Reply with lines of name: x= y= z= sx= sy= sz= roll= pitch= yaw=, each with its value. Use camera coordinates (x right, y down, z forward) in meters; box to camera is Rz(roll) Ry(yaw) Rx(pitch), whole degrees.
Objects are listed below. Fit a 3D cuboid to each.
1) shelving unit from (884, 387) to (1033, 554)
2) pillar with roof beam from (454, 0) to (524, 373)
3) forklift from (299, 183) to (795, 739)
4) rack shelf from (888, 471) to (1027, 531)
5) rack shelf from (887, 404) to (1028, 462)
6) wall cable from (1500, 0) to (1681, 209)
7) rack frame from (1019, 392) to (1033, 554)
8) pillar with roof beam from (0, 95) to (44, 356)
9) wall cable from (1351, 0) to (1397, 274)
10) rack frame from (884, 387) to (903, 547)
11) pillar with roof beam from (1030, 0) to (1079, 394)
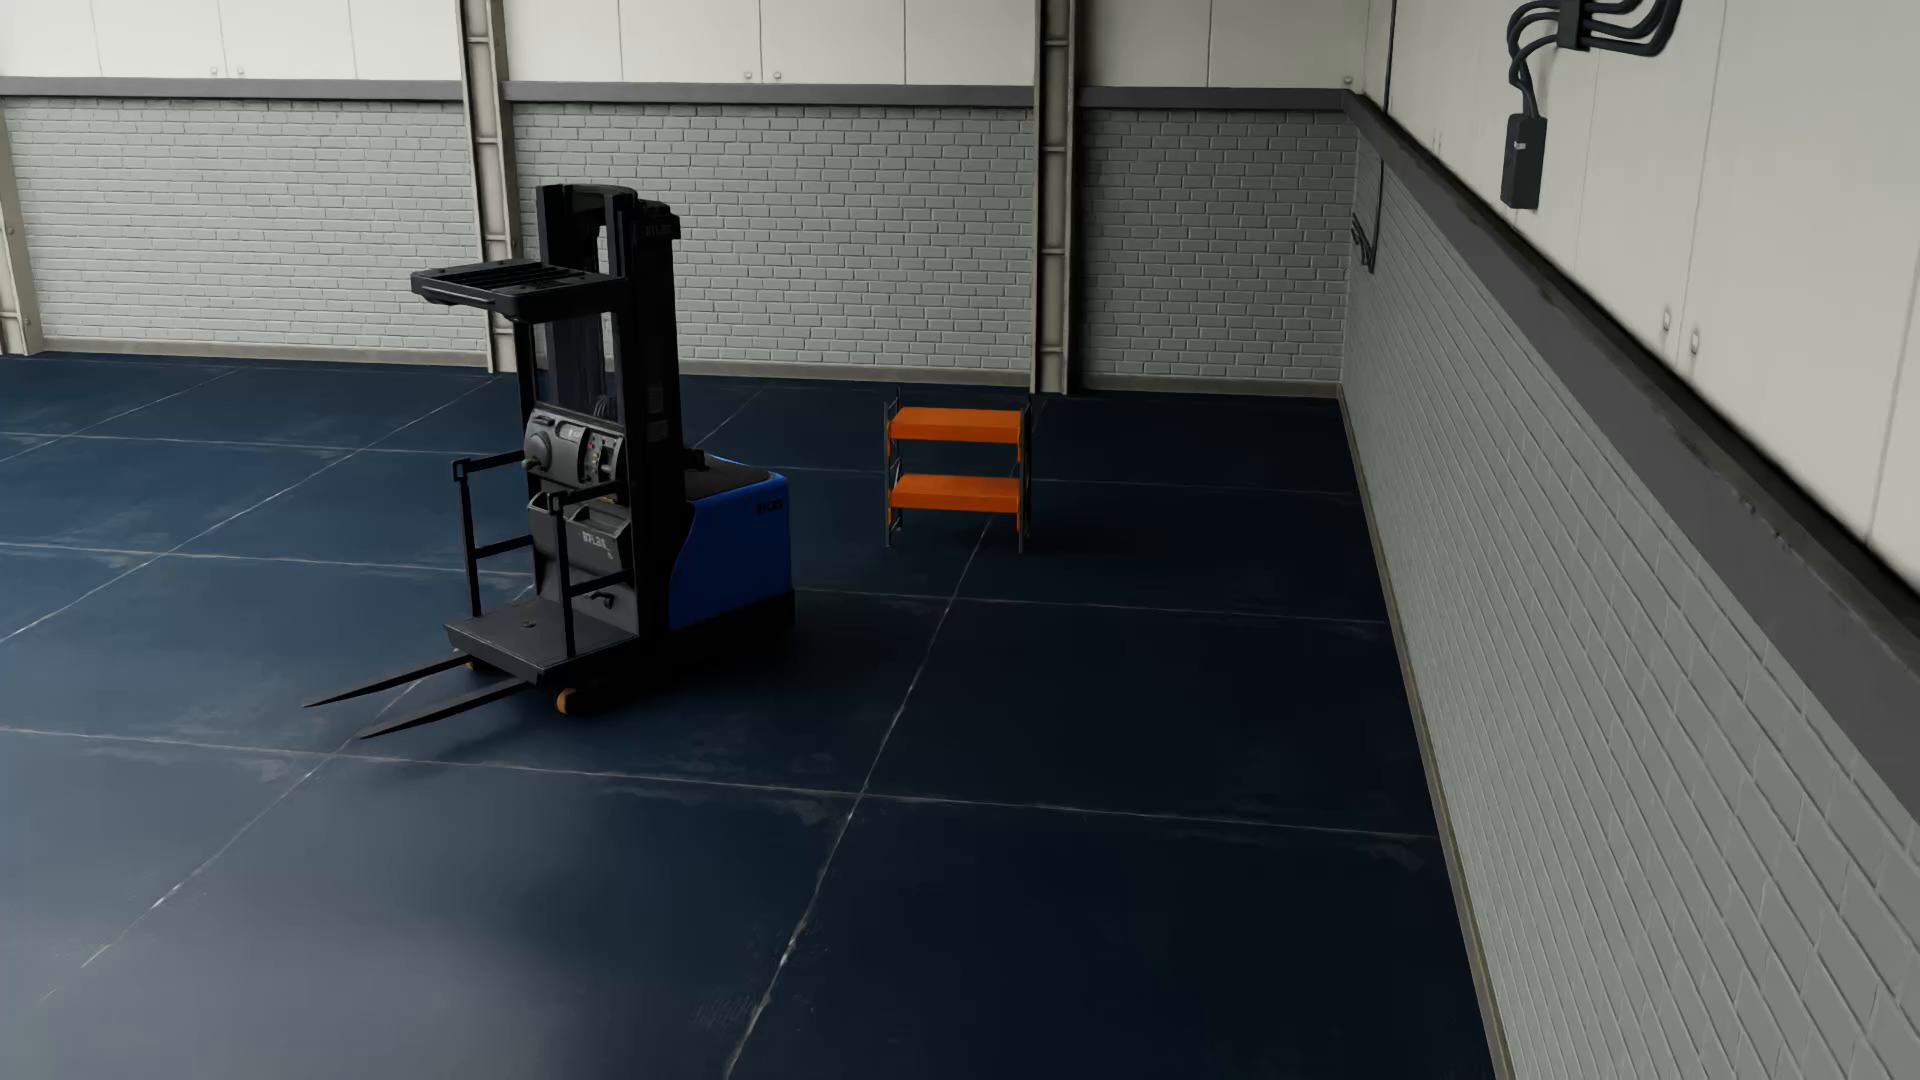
shelving unit: x=-0.007 y=-0.534 z=12.626 sx=1.048 sy=1.125 sz=0.538 roll=3 pitch=19 yaw=9
pillar with roof beam: x=-5.655 y=-4.796 z=12.956 sx=0.400 sy=9.000 sz=9.100 roll=3 pitch=19 yaw=9
forklift: x=-2.449 y=-0.540 z=9.797 sx=1.130 sy=2.935 sz=3.031 roll=16 pitch=24 yaw=40
rack shelf: x=-0.007 y=-0.302 z=12.703 sx=1.000 sy=0.278 sz=0.538 roll=3 pitch=19 yaw=9
rack shelf: x=-0.007 y=-0.811 z=12.533 sx=1.000 sy=0.278 sz=0.538 roll=3 pitch=19 yaw=9
wall cable: x=2.129 y=-3.920 z=4.977 sx=0.169 sy=6.003 sz=2.305 roll=3 pitch=19 yaw=9
rack frame: x=0.495 y=-0.508 z=12.549 sx=0.032 sy=1.125 sz=0.500 roll=3 pitch=19 yaw=9
pillar with roof beam: x=-11.579 y=-5.098 z=13.858 sx=0.400 sy=9.000 sz=9.100 roll=3 pitch=19 yaw=9
wall cable: x=3.651 y=-3.808 z=14.896 sx=0.112 sy=2.526 sz=3.097 roll=3 pitch=19 yaw=9
rack frame: x=-0.509 y=-0.559 z=12.702 sx=0.032 sy=1.125 sz=0.500 roll=3 pitch=19 yaw=9
pillar with roof beam: x=0.269 y=-4.494 z=12.053 sx=0.400 sy=9.000 sz=9.100 roll=3 pitch=19 yaw=9
